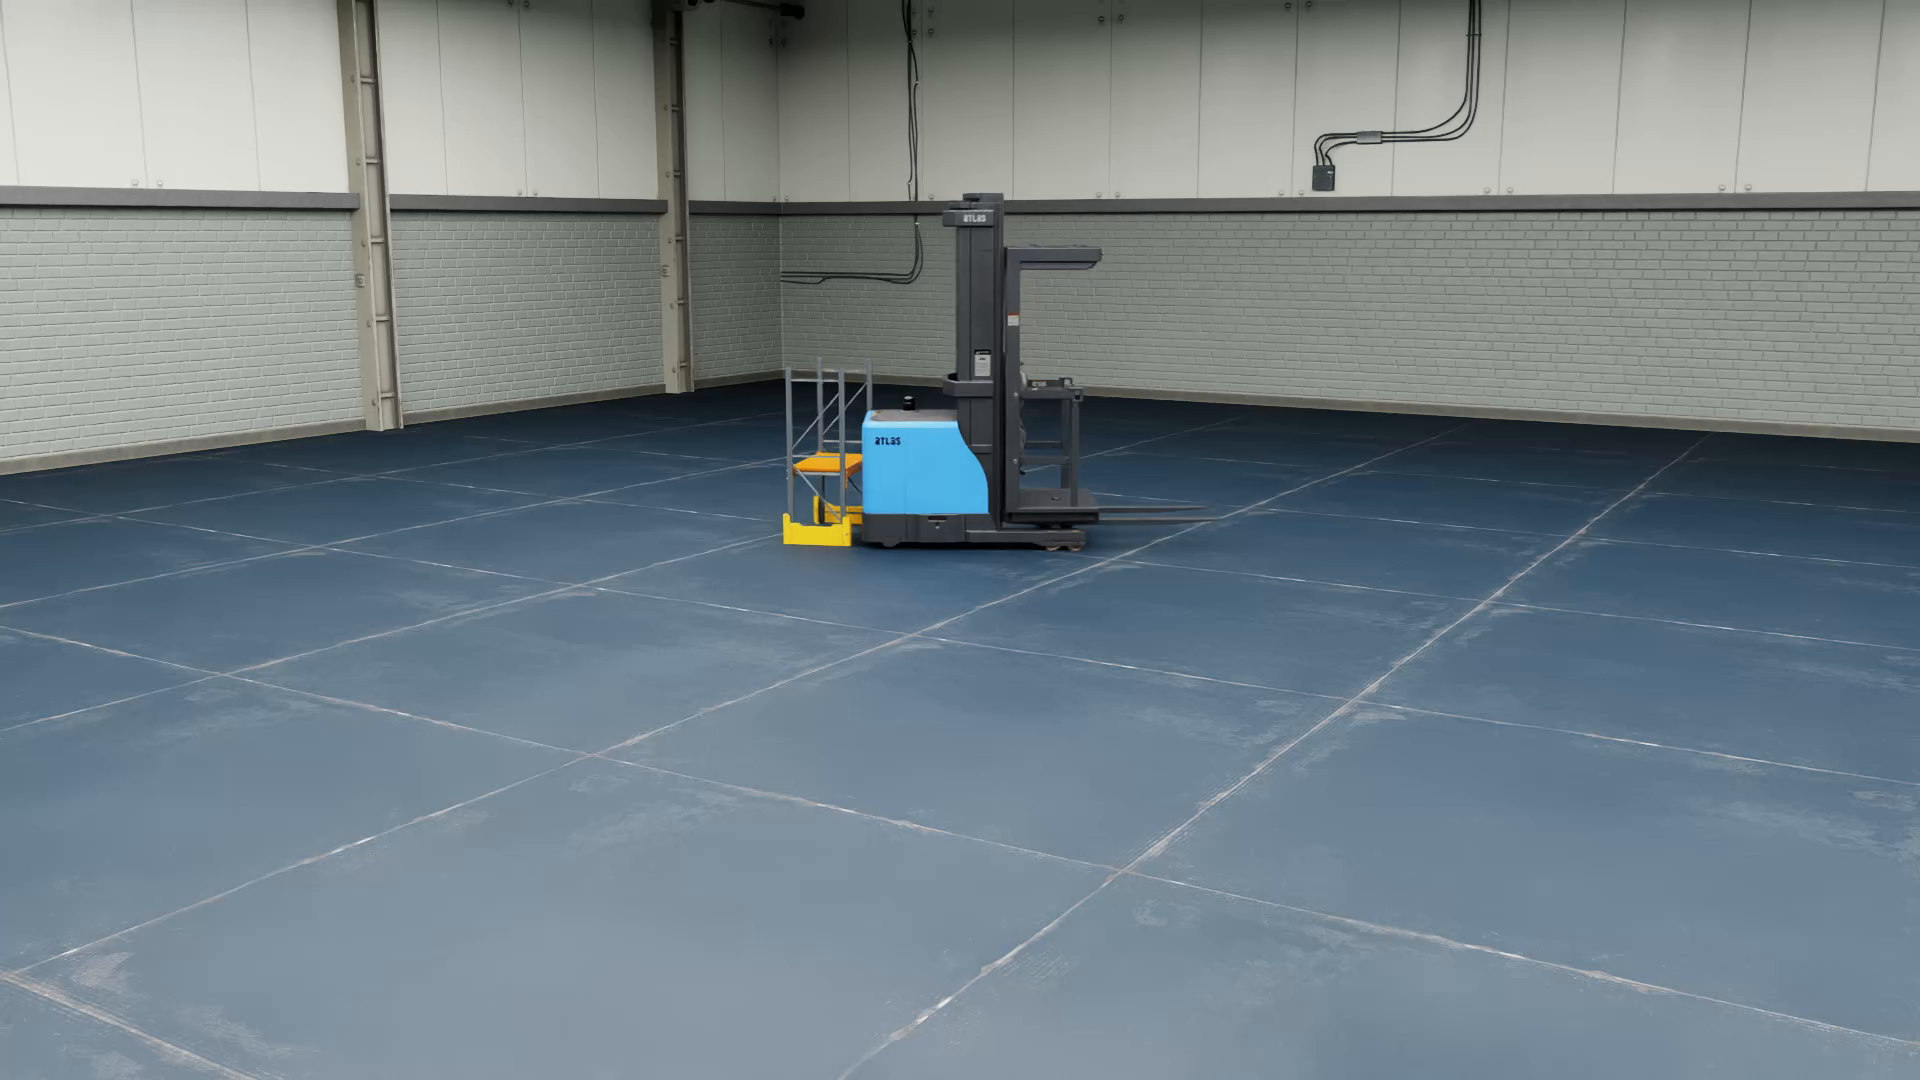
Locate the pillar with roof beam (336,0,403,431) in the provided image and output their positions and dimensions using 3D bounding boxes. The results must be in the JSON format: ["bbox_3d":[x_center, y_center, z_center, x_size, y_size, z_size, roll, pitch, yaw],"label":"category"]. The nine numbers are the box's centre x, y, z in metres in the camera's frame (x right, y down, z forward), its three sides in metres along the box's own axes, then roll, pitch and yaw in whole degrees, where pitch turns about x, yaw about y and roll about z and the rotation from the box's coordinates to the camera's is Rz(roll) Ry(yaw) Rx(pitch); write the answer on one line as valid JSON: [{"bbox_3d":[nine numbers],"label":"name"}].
[{"bbox_3d":[-4.057,-5.504,19.316,9.100,9.000,0.400,6,12,31],"label":"pillar with roof beam"}]

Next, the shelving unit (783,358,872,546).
[{"bbox_3d":[-1.126,-0.791,14.521,0.587,1.500,1.083,2,11,10],"label":"shelving unit"}]

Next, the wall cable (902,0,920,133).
[{"bbox_3d":[0.350,-7.894,26.794,3.097,2.526,0.112,6,12,31],"label":"wall cable"}]

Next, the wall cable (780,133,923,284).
[{"bbox_3d":[-1.962,-5.670,28.639,3.097,2.526,0.112,6,12,31],"label":"wall cable"}]

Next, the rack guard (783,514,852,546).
[{"bbox_3d":[-1.214,-0.087,14.154,0.587,0.250,0.087,2,11,10],"label":"rack guard"}]

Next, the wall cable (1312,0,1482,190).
[{"bbox_3d":[6.144,-7.958,23.182,2.305,6.003,0.169,6,12,31],"label":"wall cable"}]

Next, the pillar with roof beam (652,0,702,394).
[{"bbox_3d":[-0.942,-6.448,24.356,9.100,9.000,0.548,6,12,31],"label":"pillar with roof beam"}]

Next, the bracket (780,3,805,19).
[{"bbox_3d":[-2.872,-9.033,28.380,0.235,0.232,0.430,6,12,31],"label":"bracket"}]

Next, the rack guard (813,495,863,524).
[{"bbox_3d":[-1.039,-0.267,15.118,0.587,0.250,0.087,2,11,10],"label":"rack guard"}]

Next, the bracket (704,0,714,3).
[{"bbox_3d":[-4.102,-8.660,26.389,0.235,0.232,0.430,6,12,31],"label":"bracket"}]

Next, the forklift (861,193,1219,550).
[{"bbox_3d":[0.678,-1.453,14.167,3.031,2.935,1.130,0,11,-1],"label":"forklift"}]

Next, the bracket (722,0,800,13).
[{"bbox_3d":[-3.179,-8.940,27.884,0.076,0.066,3.189,6,12,31],"label":"bracket"}]

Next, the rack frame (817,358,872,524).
[{"bbox_3d":[-1.036,-0.885,15.021,0.500,1.500,0.032,2,11,10],"label":"rack frame"}]

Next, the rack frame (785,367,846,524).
[{"bbox_3d":[-1.214,-0.701,14.037,0.500,1.500,0.032,2,11,10],"label":"rack frame"}]

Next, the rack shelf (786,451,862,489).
[{"bbox_3d":[-1.125,-0.616,14.563,0.538,0.185,1.000,2,11,10],"label":"rack shelf"}]
